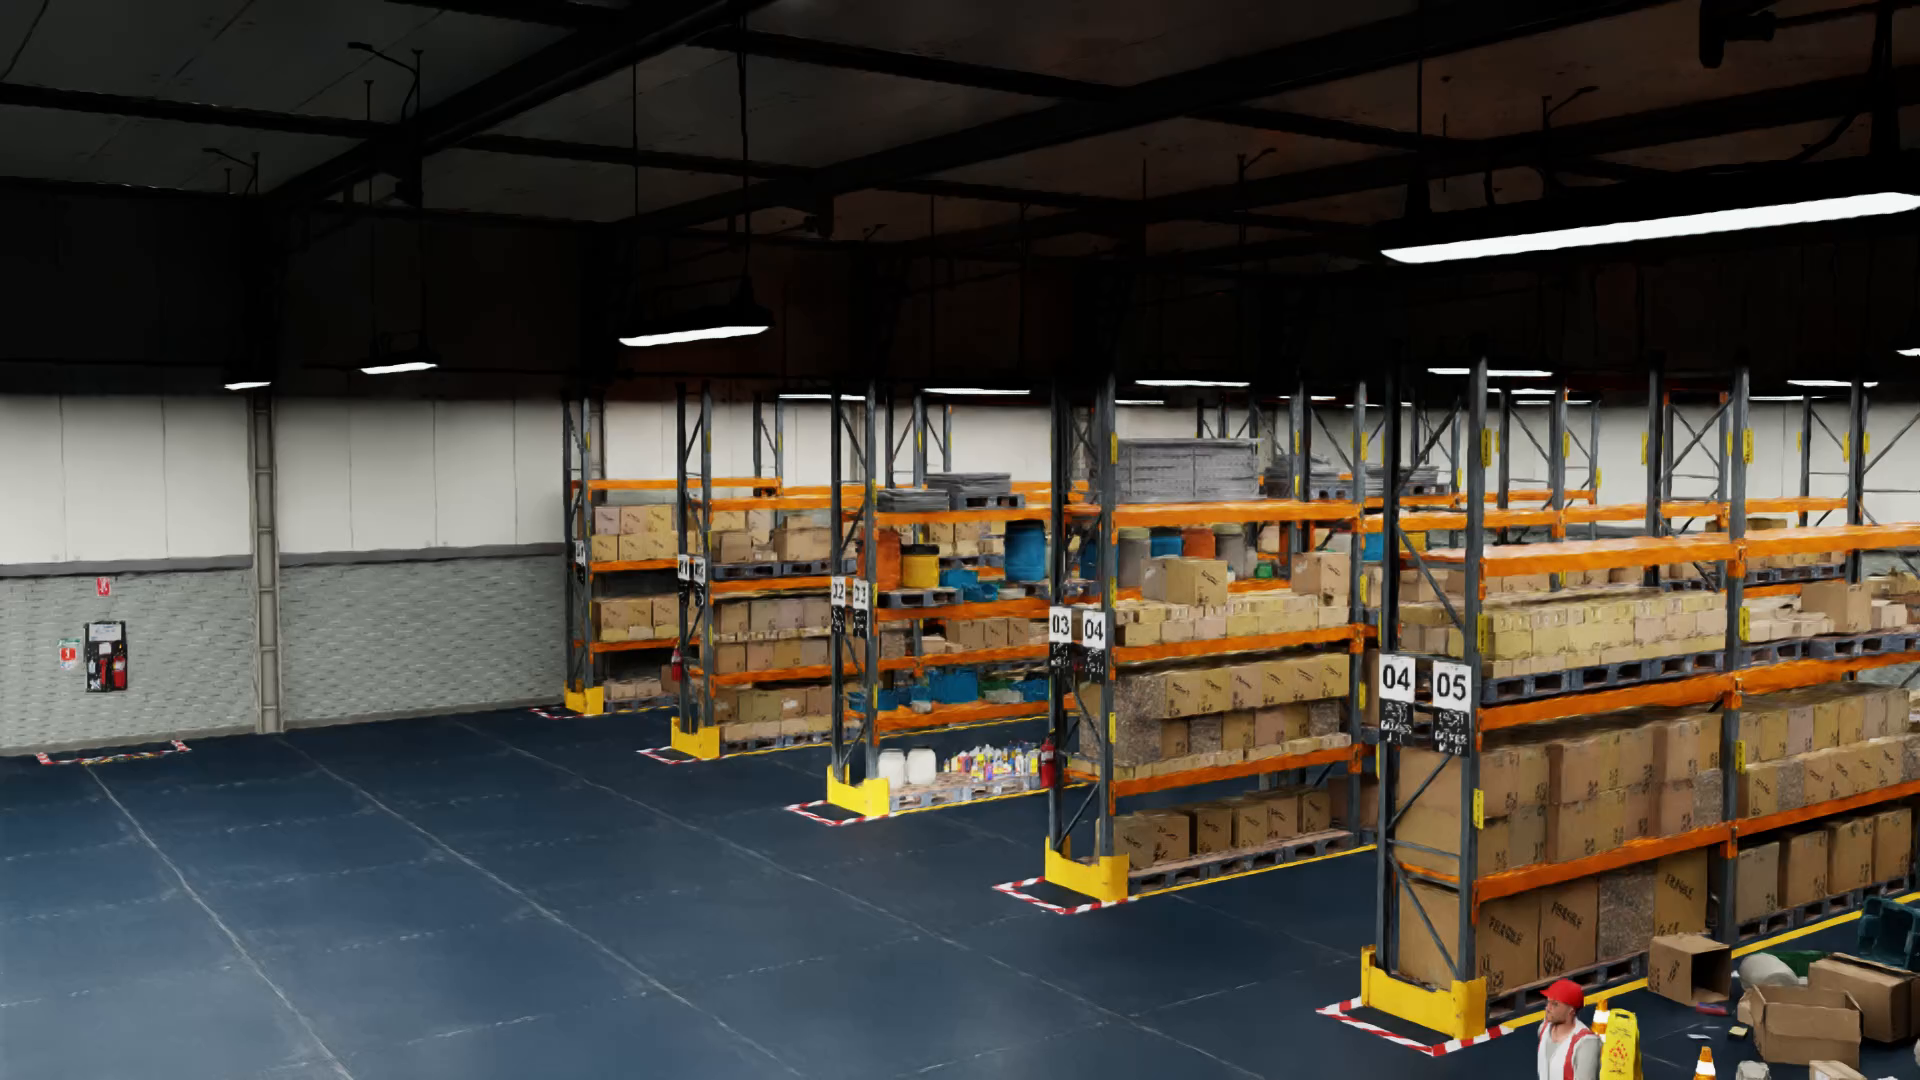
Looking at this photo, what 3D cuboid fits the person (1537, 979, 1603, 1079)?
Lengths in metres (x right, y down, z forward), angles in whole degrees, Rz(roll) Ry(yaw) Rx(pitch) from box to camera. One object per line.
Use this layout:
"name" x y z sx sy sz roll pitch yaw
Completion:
"person" 3.794 3.613 10.469 1.038 1.726 0.534 -2 4 -25

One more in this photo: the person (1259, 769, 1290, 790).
"person" 4.232 2.828 22.590 0.588 1.757 0.501 0 4 -5

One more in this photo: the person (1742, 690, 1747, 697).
"person" 10.958 2.880 23.273 1.093 1.554 0.478 -3 5 -37
